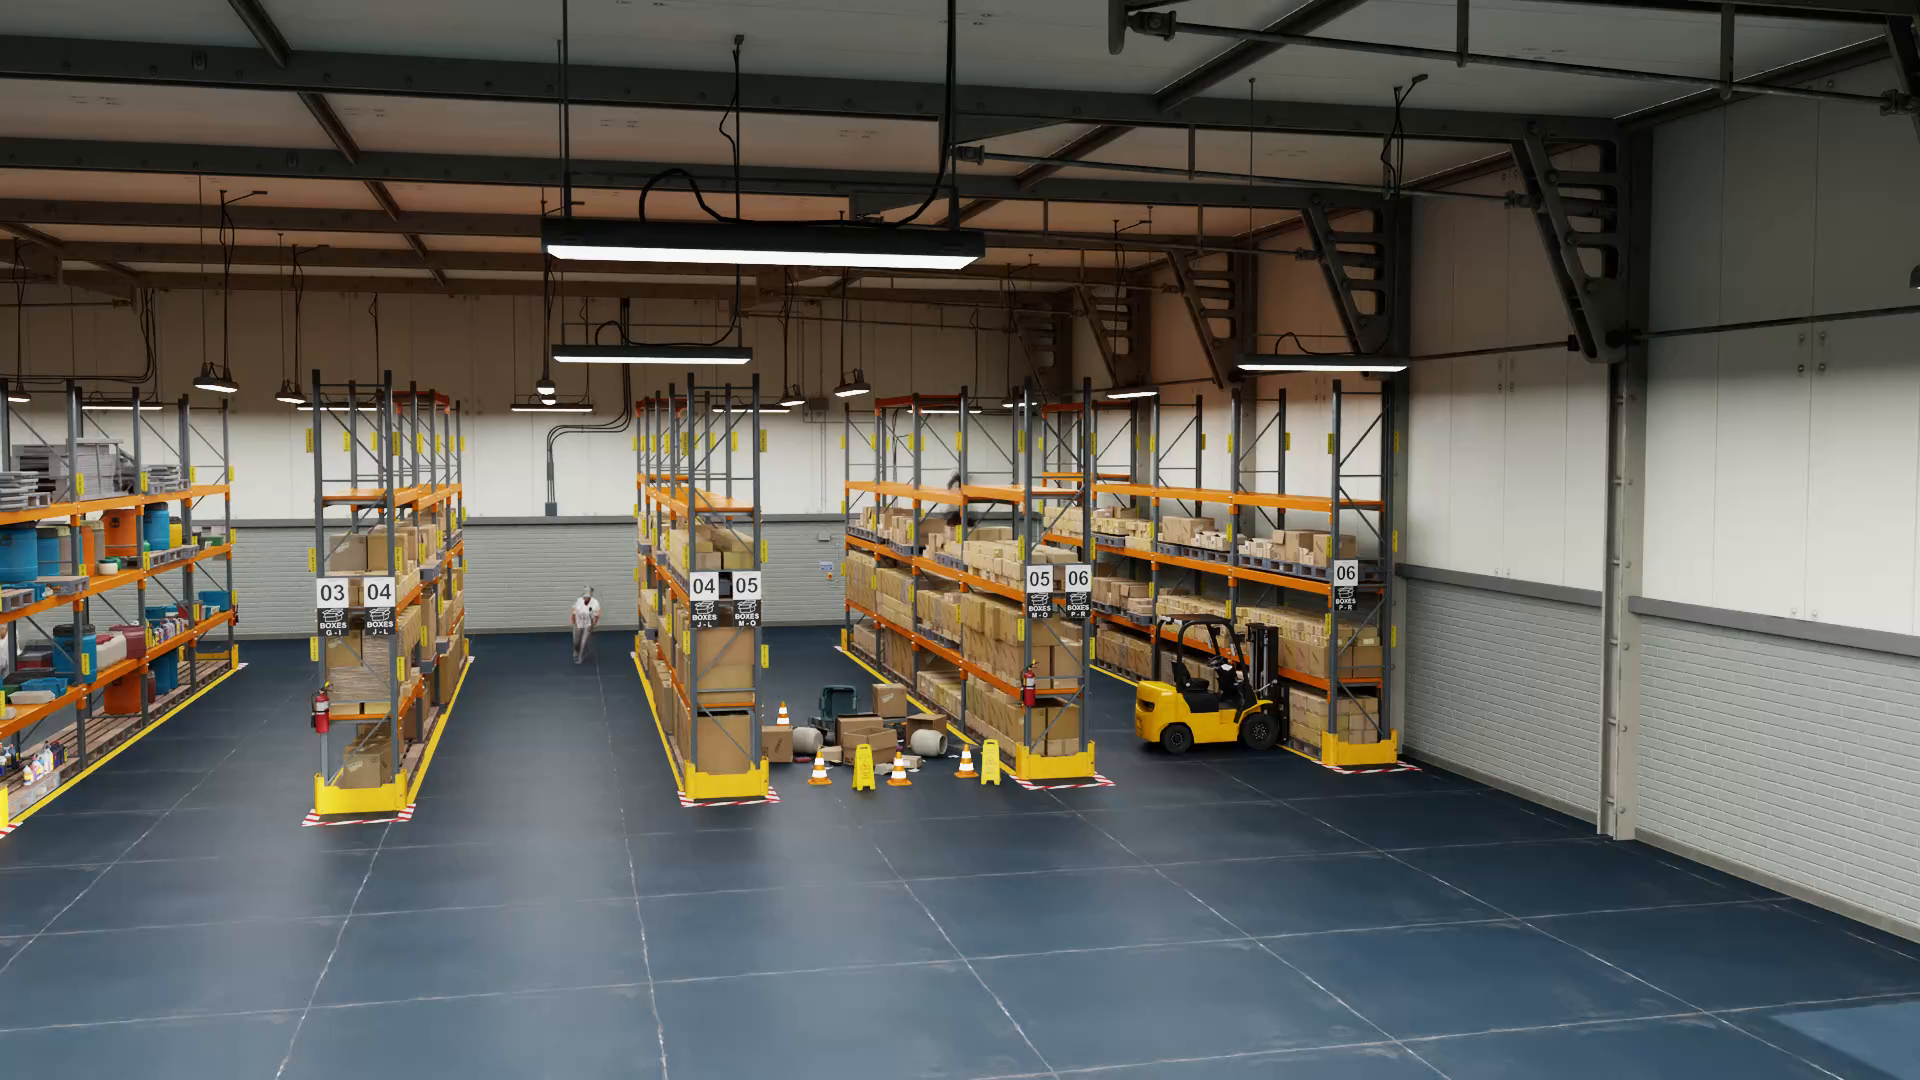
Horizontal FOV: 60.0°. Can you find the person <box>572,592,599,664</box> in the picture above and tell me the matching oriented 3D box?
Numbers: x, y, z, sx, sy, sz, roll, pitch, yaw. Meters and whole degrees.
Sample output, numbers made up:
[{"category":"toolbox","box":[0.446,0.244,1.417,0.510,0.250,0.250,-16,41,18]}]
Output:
[{"category":"person","box":[-8.577,2.001,38.072,0.612,1.634,0.601,-1,3,-10]}]

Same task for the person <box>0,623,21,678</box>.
[{"category":"person","box":[-18.112,2.379,31.417,0.562,1.647,0.554,-1,4,-24]}]

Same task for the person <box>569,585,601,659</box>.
[{"category":"person","box":[-8.758,1.921,38.600,0.717,1.731,0.562,1,4,22]}]
